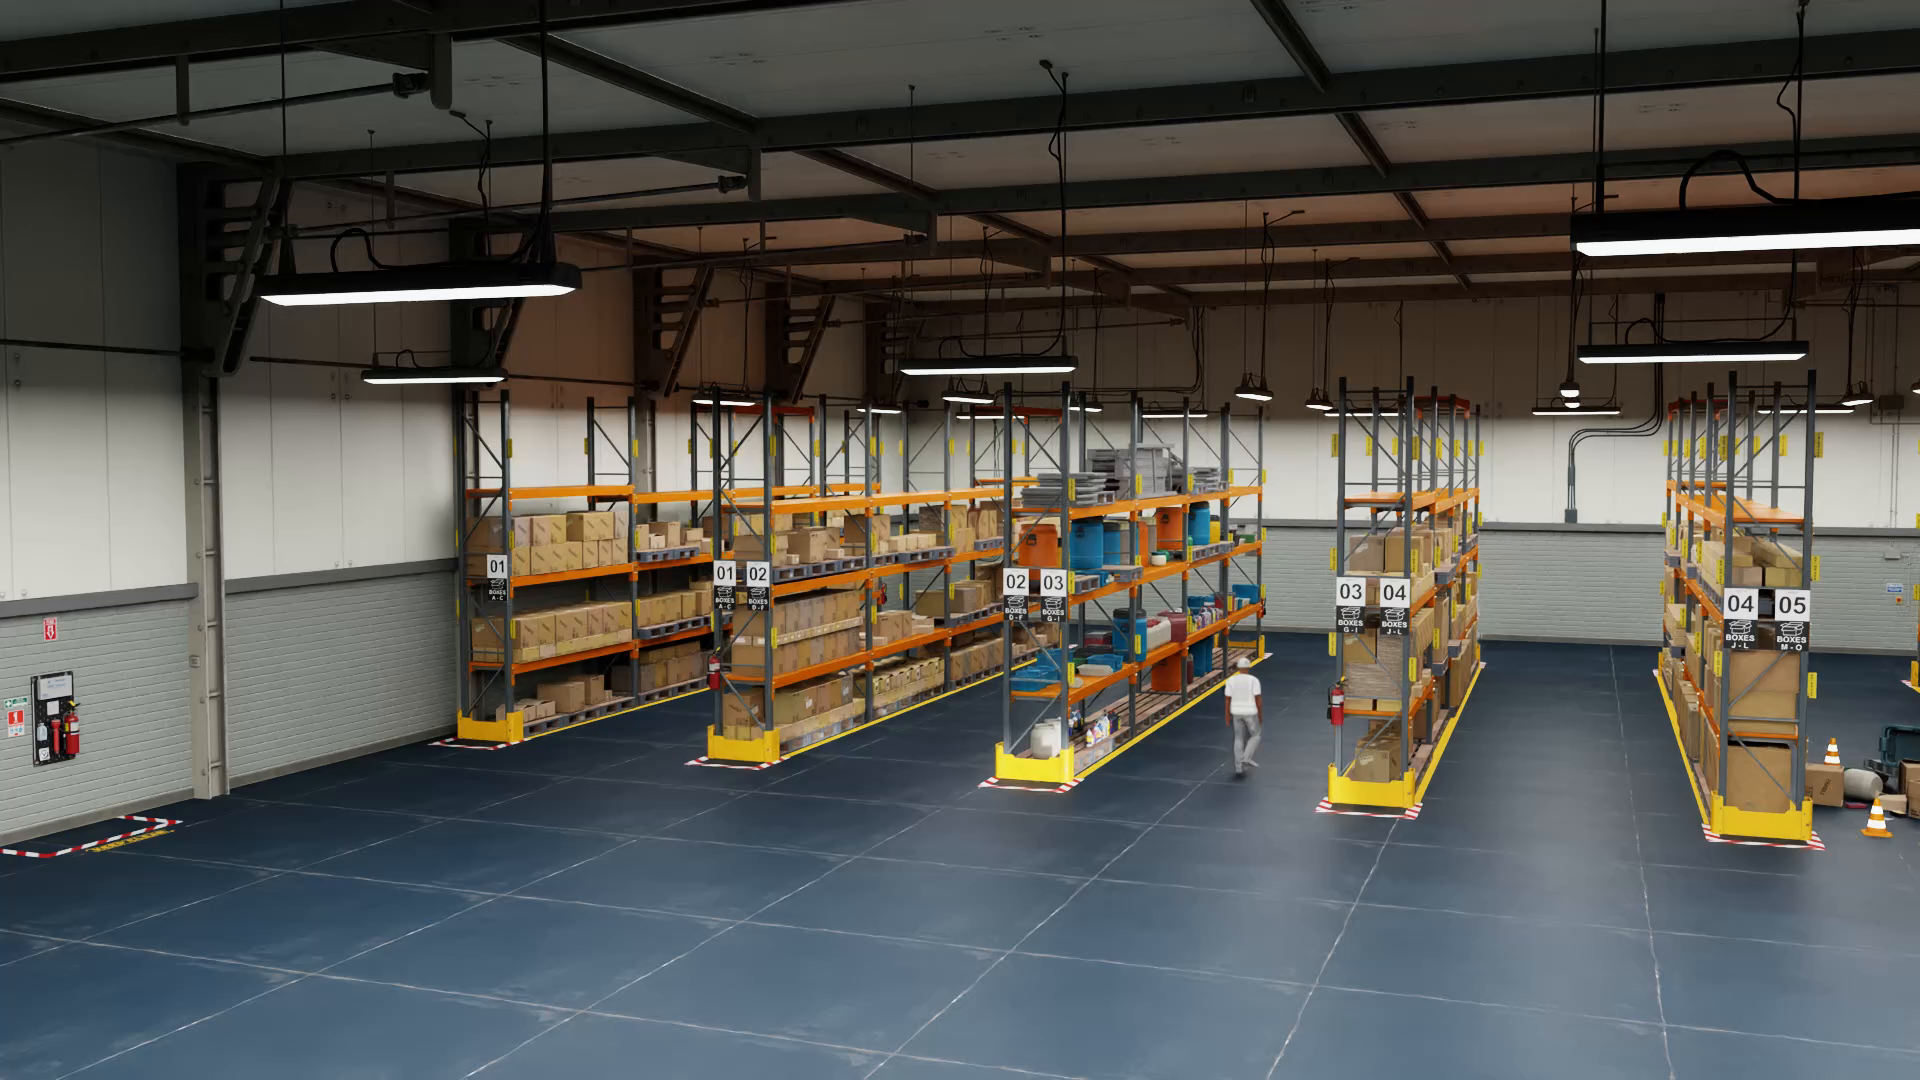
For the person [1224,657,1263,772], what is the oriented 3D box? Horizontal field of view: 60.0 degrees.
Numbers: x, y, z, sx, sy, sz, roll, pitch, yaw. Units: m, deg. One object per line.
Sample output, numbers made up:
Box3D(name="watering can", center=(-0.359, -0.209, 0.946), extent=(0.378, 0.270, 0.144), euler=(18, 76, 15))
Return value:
Box3D(name="person", center=(4.387, 2.700, 25.713), extent=(0.613, 1.754, 0.489), euler=(2, 4, 31))
